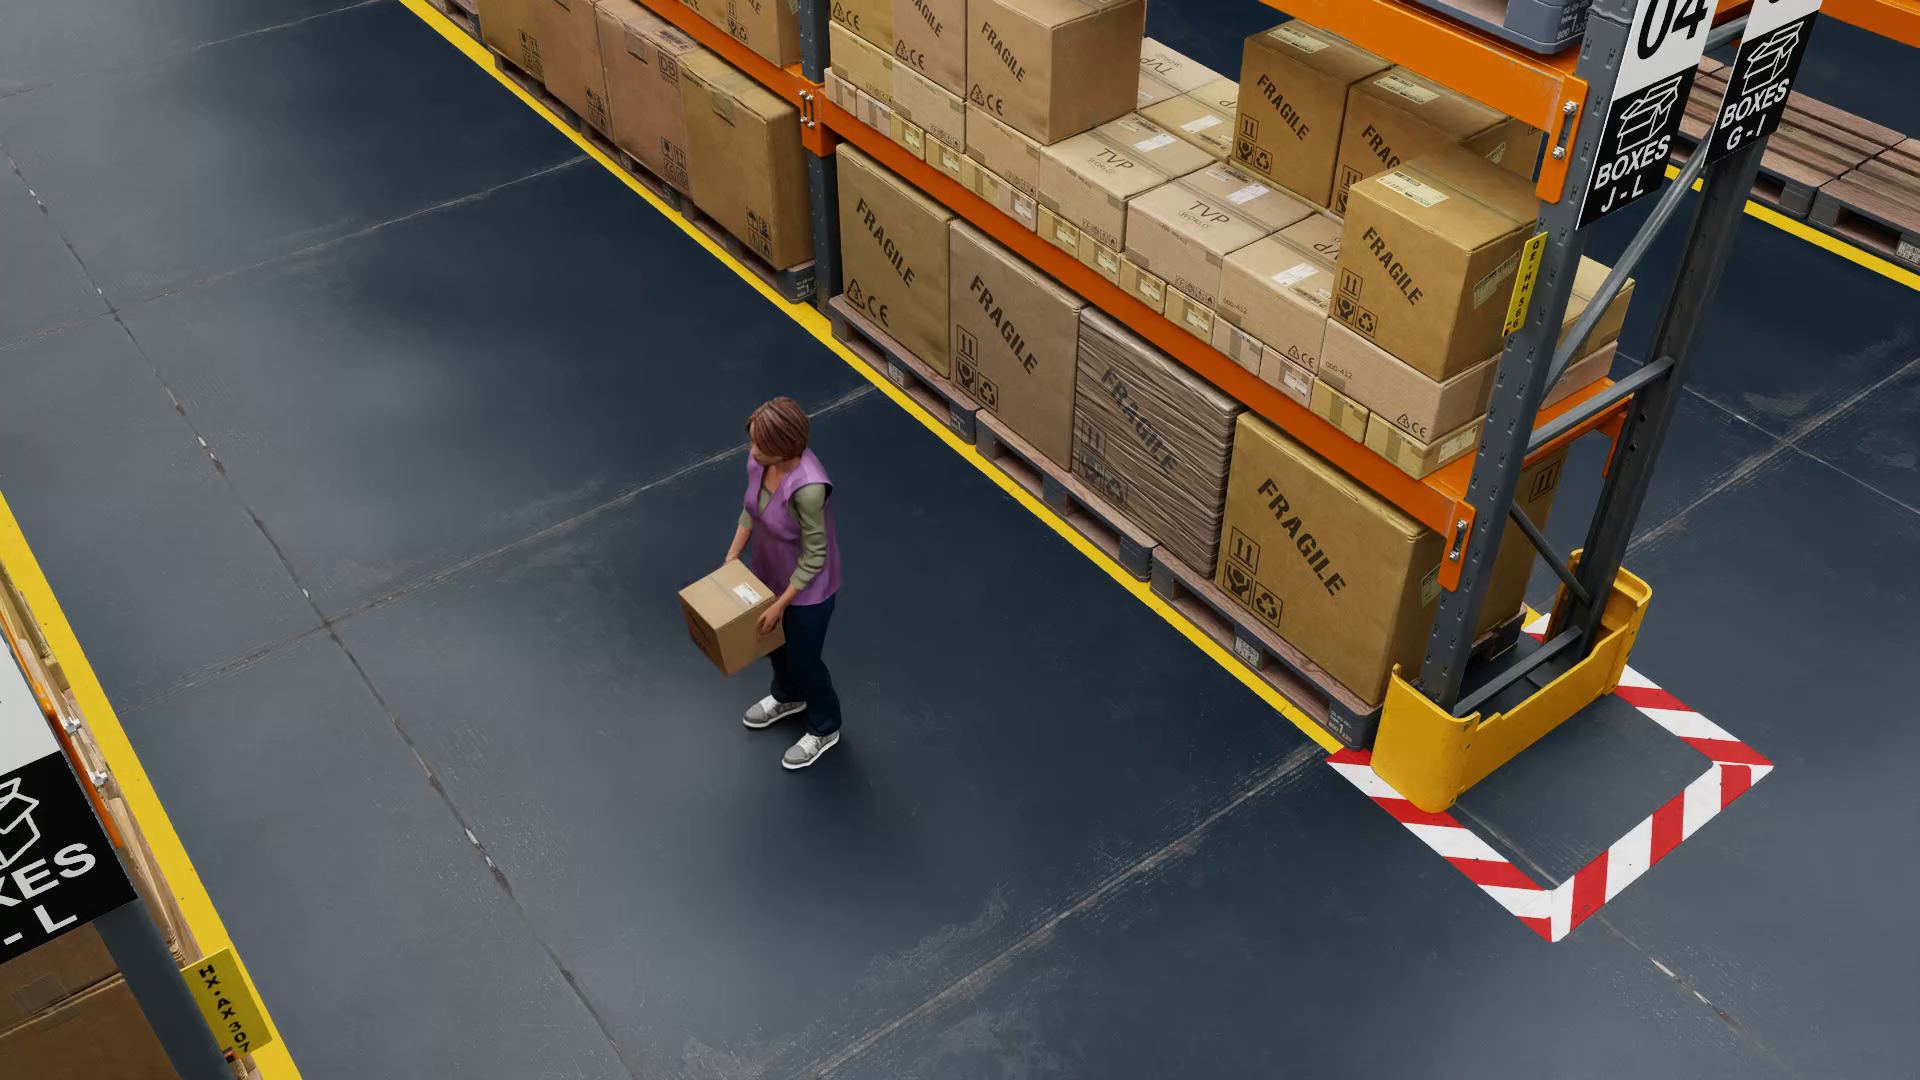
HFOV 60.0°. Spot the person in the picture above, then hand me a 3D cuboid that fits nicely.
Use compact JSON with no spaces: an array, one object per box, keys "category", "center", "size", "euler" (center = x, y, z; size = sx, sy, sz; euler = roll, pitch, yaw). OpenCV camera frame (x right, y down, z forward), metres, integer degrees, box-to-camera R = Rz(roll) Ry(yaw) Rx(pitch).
[{"category":"person","center":[-0.609,0.153,5.987],"size":[0.342,1.595,0.456],"euler":[-28,48,-29]}]
